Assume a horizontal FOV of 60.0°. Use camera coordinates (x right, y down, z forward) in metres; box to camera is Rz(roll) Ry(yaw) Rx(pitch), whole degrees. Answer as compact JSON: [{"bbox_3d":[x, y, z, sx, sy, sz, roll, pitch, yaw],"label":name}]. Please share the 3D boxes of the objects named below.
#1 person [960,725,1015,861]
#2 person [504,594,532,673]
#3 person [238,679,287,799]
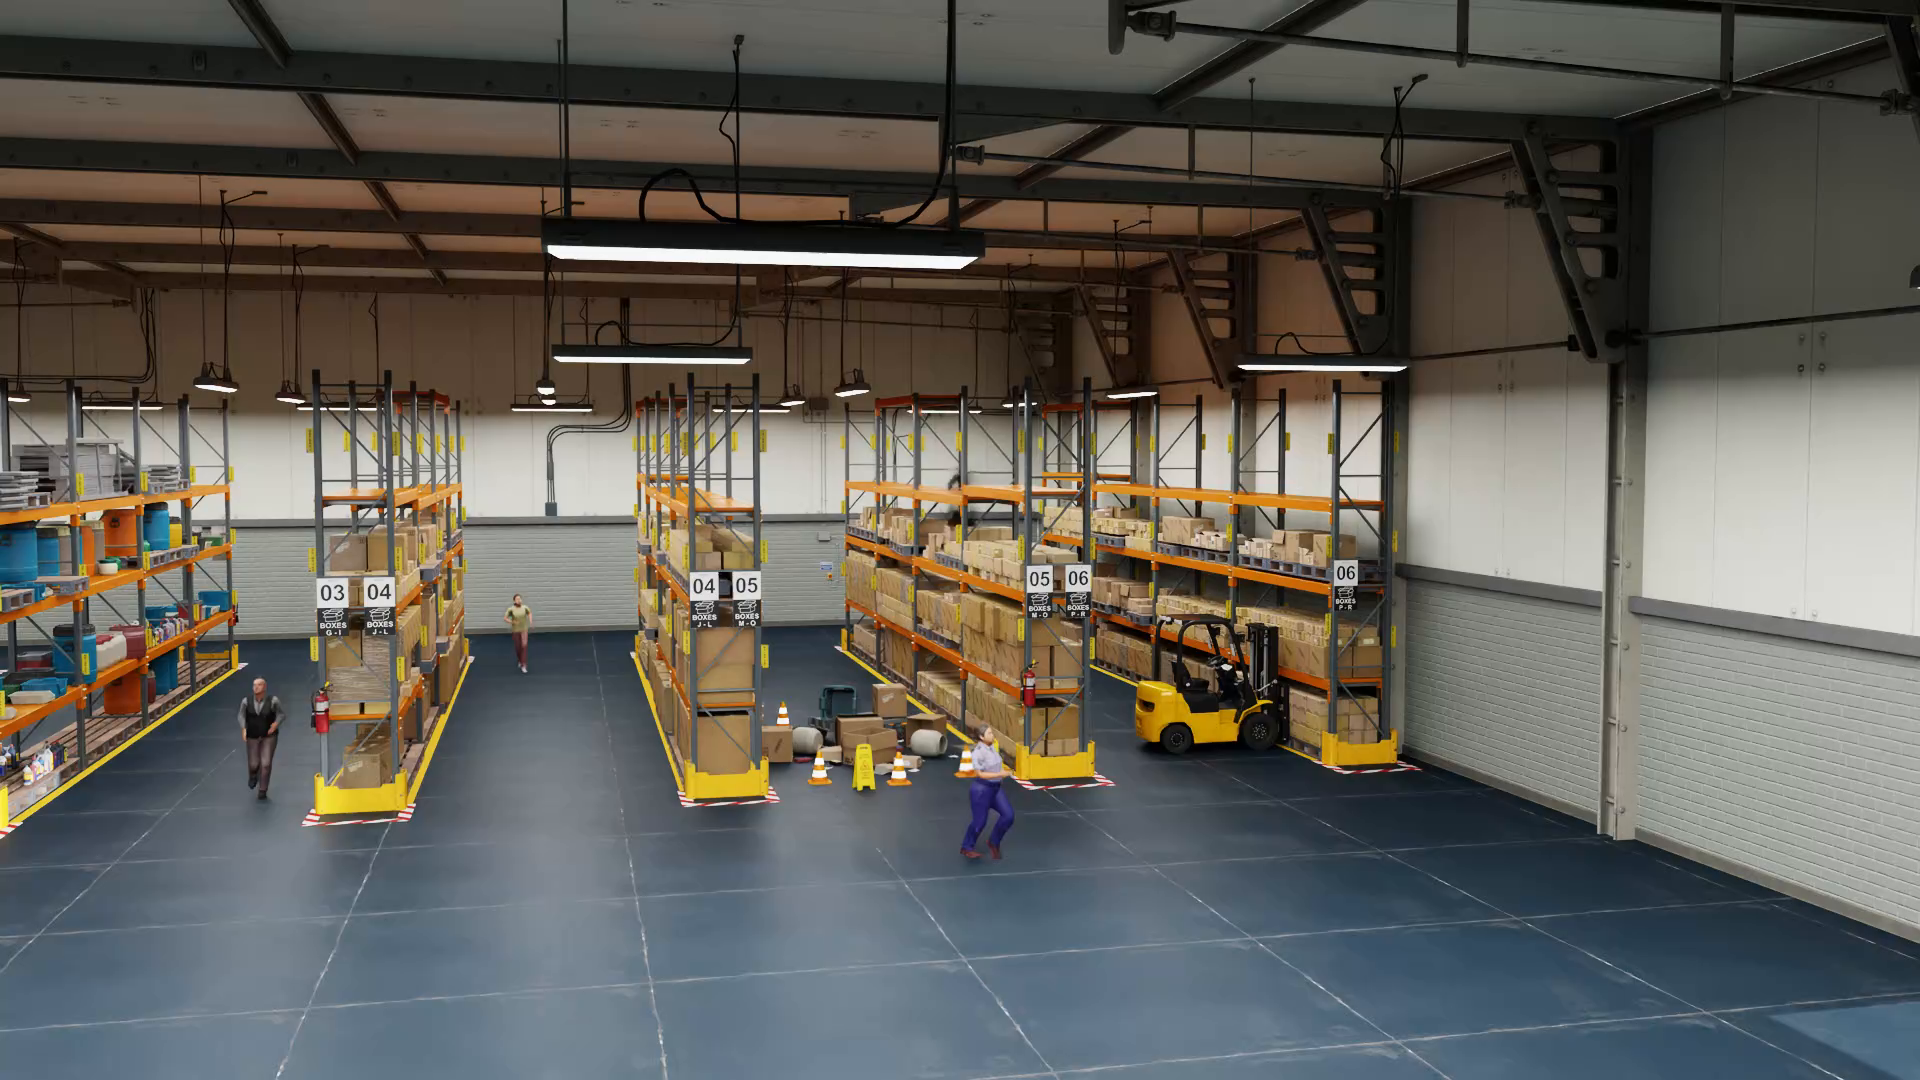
[{"bbox_3d":[0.336,3.037,19.917,0.688,1.666,0.578,2,4,34],"label":"person"},{"bbox_3d":[-9.748,2.052,36.710,0.611,1.718,0.836,-1,4,-22],"label":"person"},{"bbox_3d":[-9.896,2.806,23.587,0.656,1.692,0.627,-1,3,-16],"label":"person"}]
